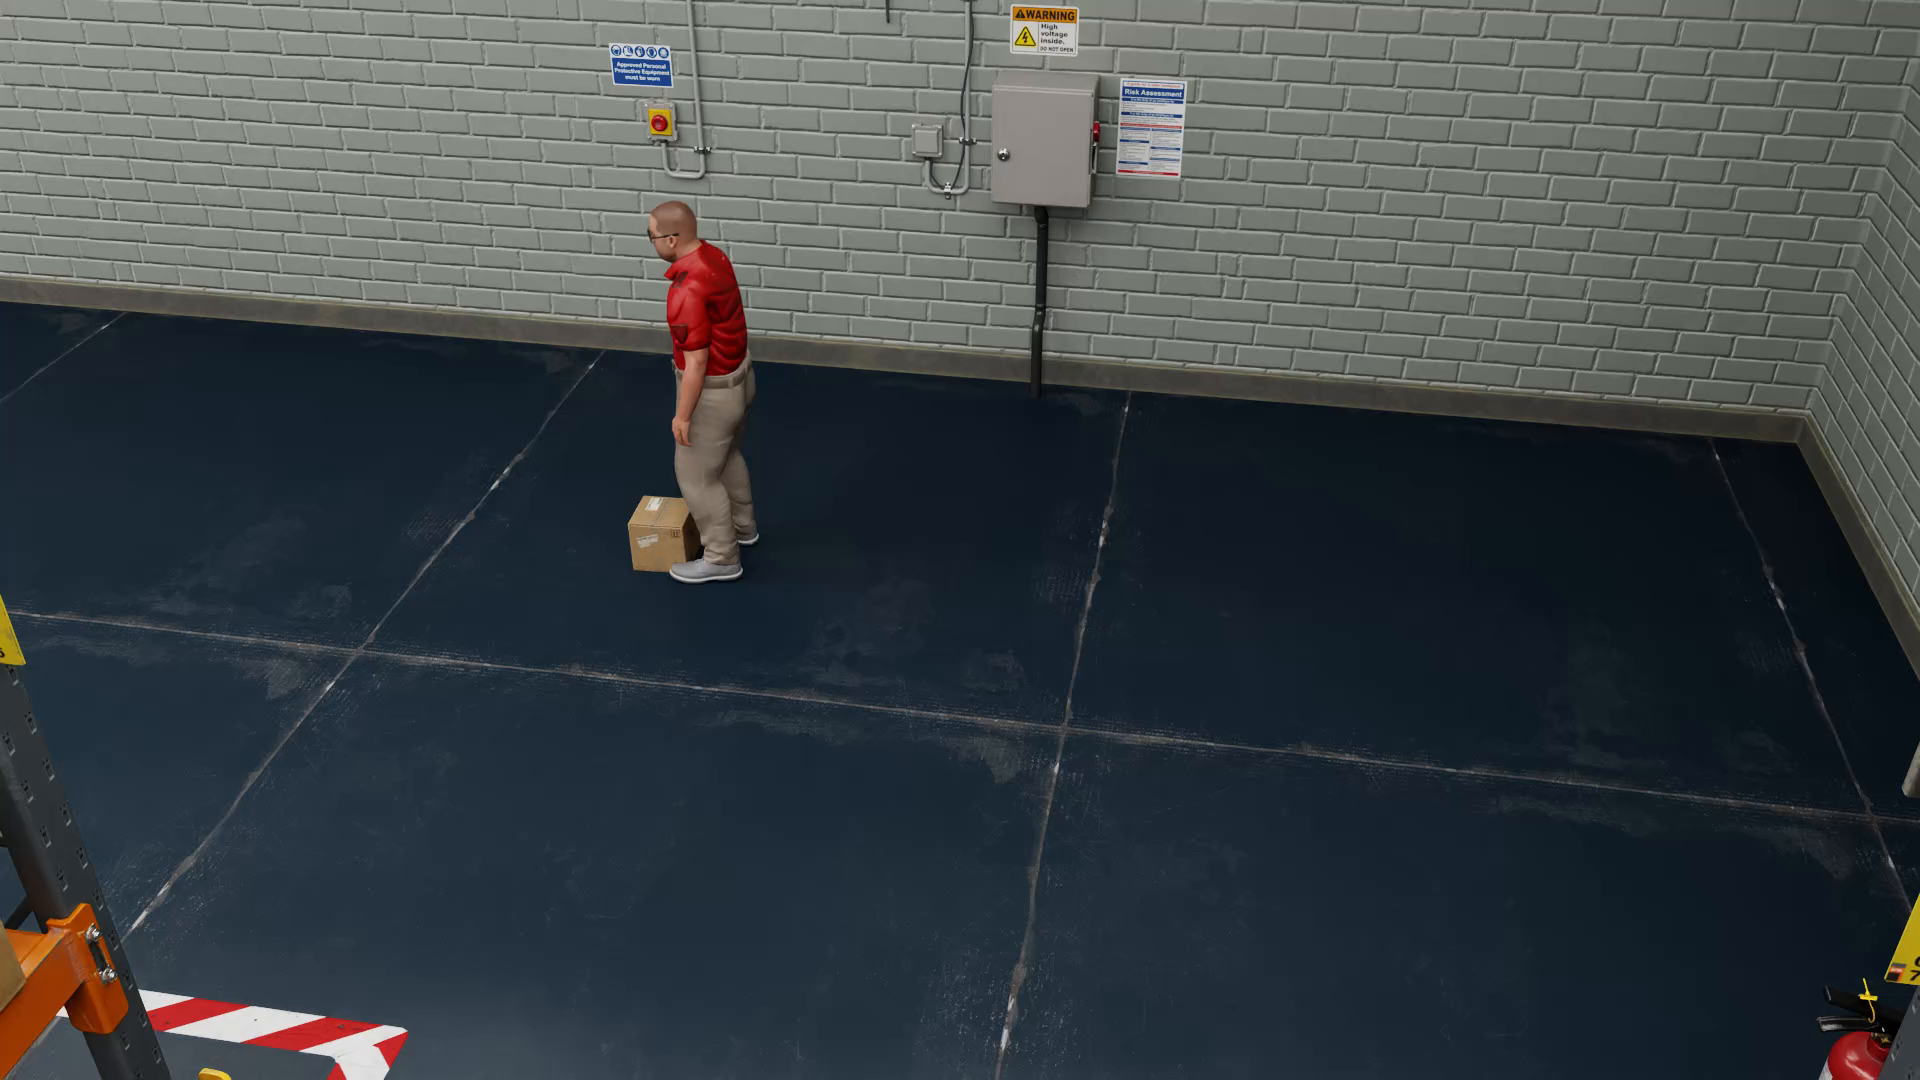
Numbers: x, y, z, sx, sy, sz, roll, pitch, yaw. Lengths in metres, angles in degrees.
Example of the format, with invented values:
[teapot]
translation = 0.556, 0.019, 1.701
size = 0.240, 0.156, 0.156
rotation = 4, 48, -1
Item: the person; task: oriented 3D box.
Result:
[person]
translation = -1.093, -0.635, 7.158
size = 0.389, 1.726, 0.587
rotation = 5, 33, 8
